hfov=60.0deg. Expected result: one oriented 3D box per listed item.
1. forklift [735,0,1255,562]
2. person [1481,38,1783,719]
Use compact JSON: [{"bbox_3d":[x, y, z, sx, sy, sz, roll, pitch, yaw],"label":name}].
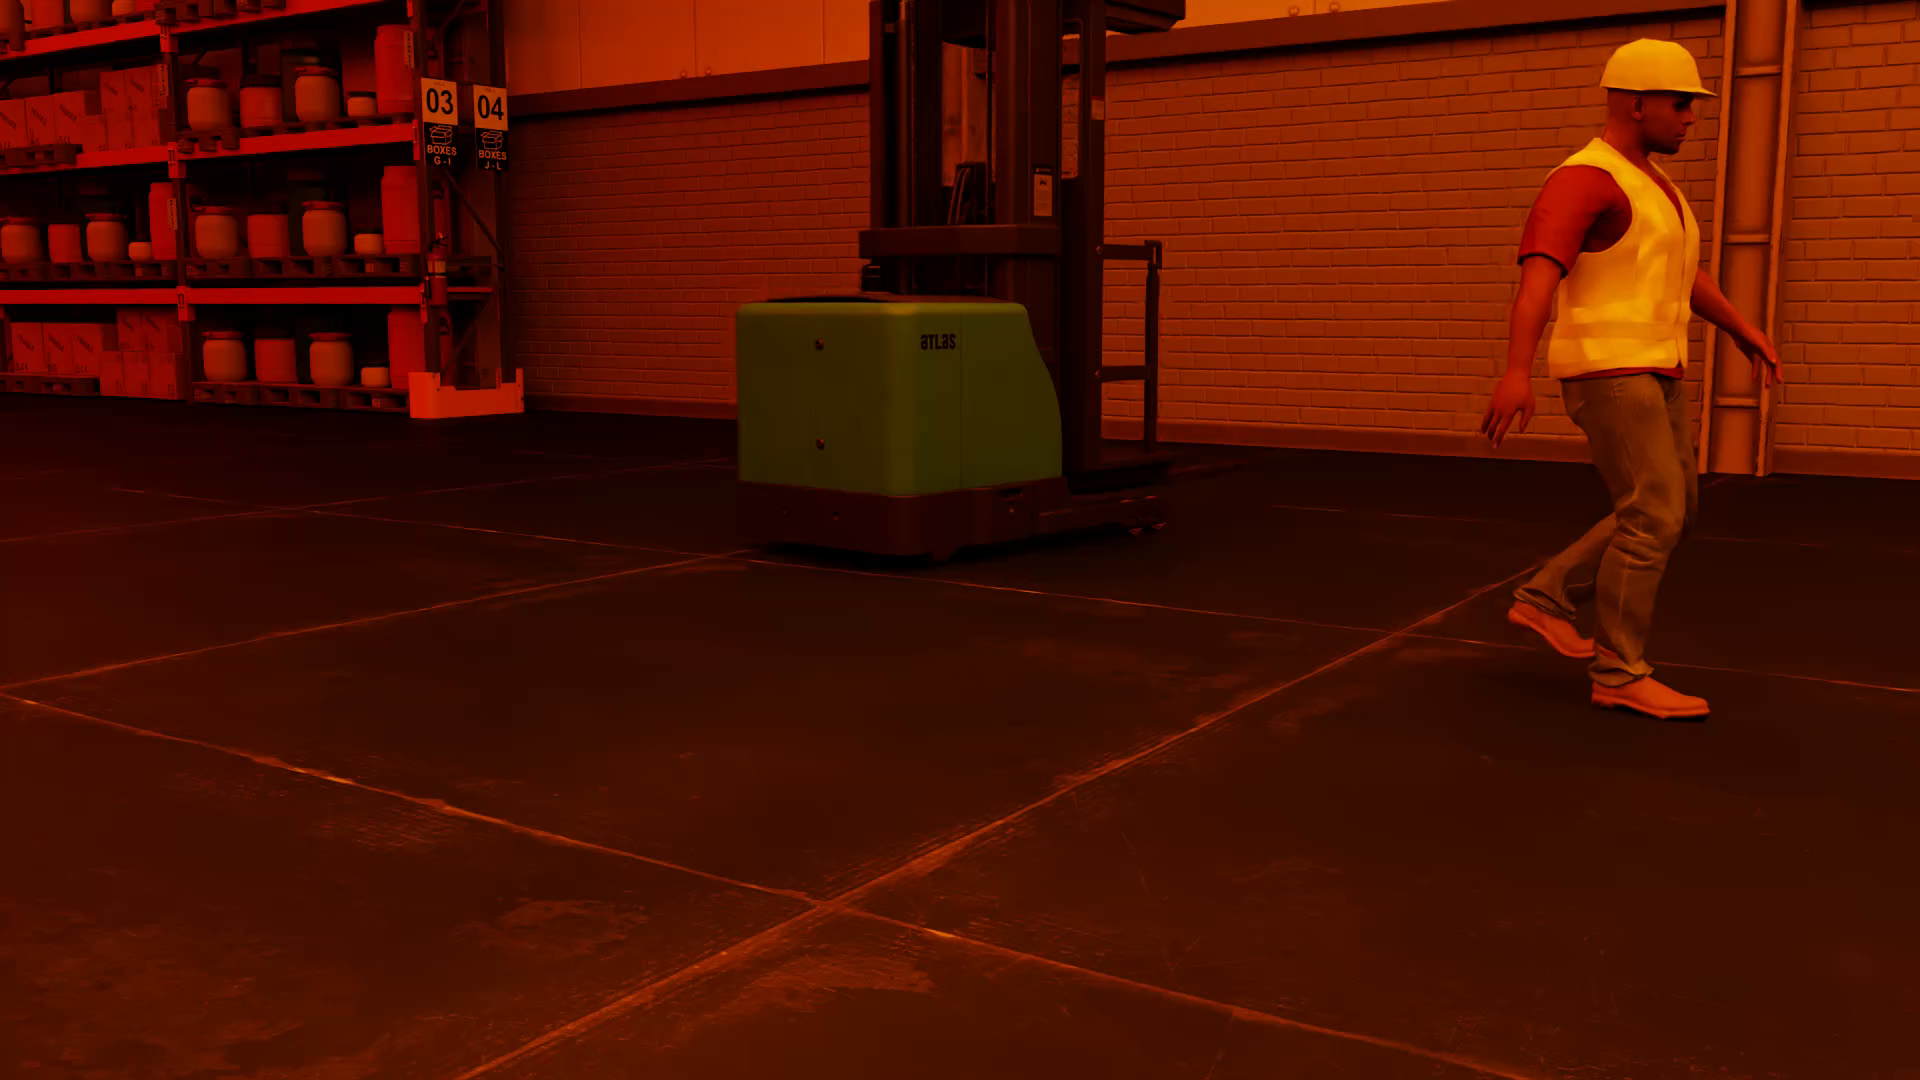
[{"bbox_3d":[0.357,-1.520,7.883,1.130,2.935,3.031,7,11,40],"label":"forklift"},{"bbox_3d":[1.767,-0.432,4.438,0.638,1.747,0.867,6,10,37],"label":"person"}]
